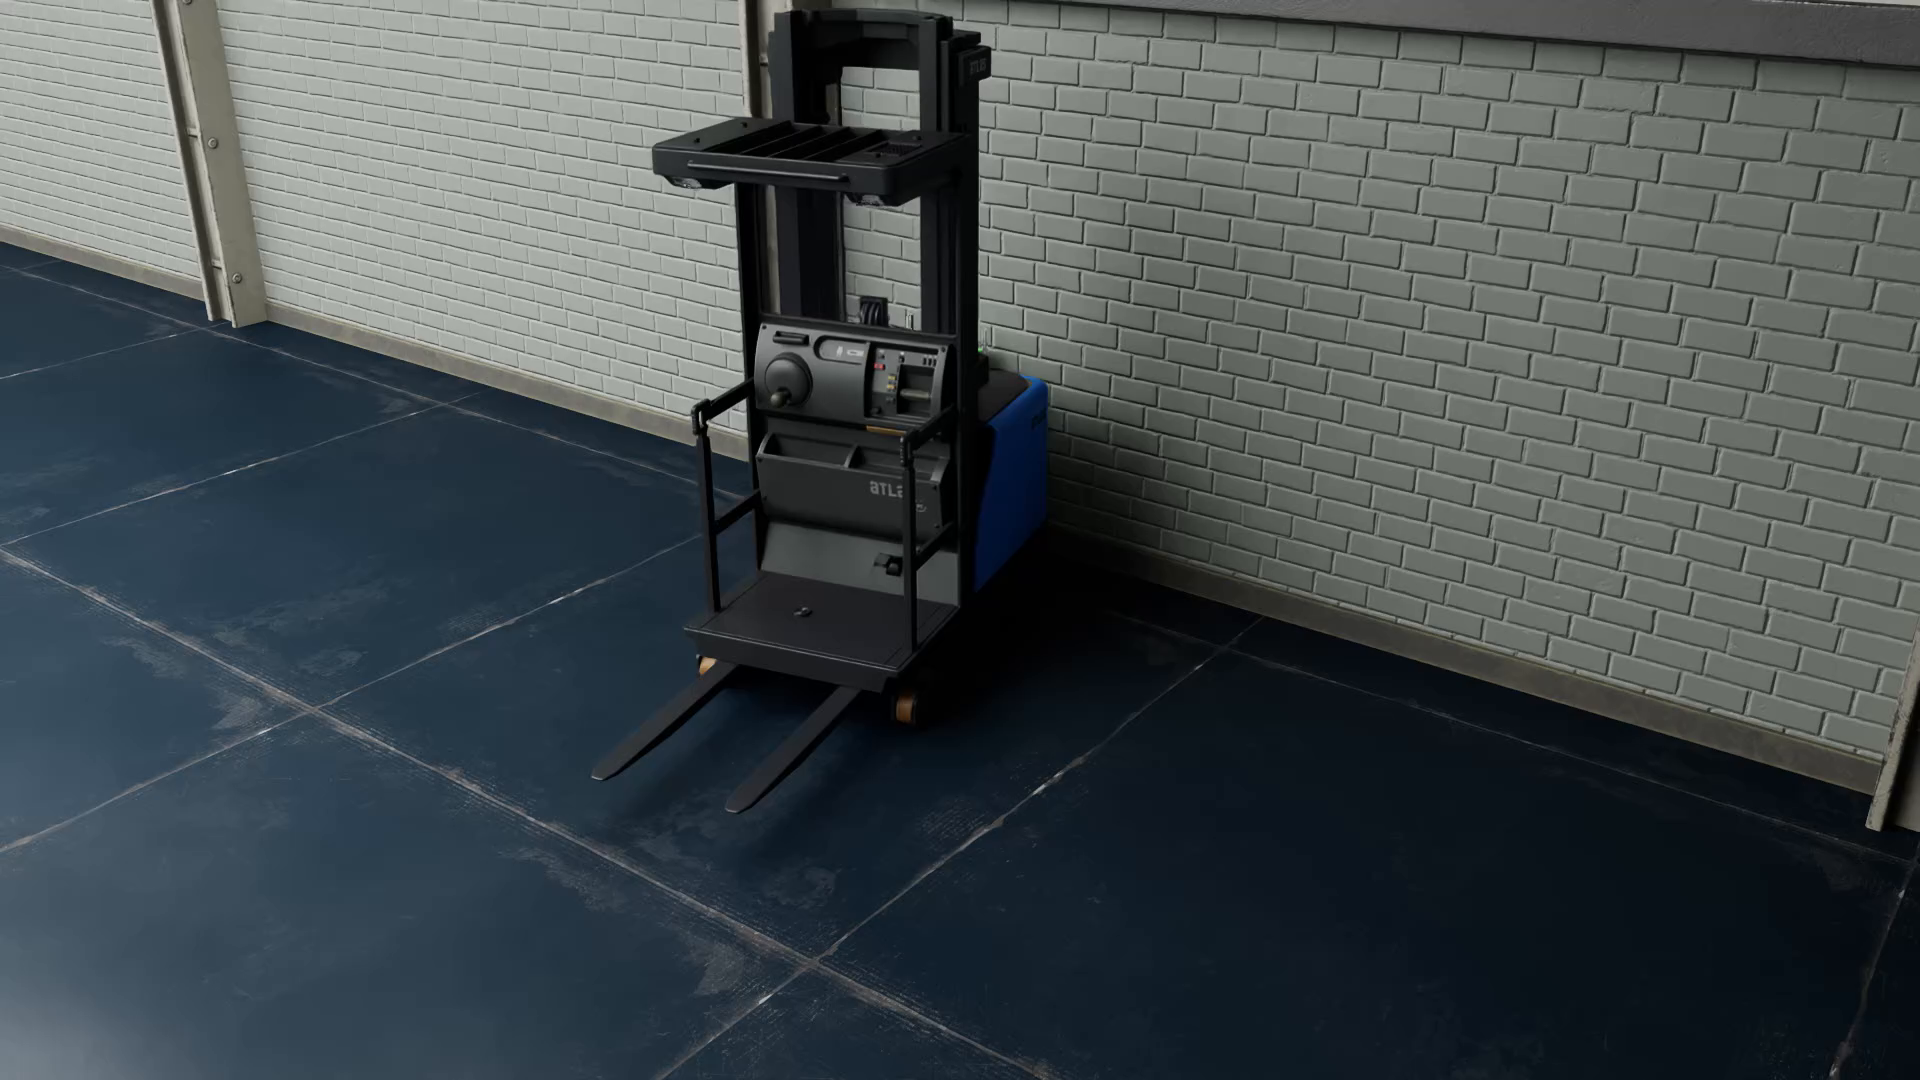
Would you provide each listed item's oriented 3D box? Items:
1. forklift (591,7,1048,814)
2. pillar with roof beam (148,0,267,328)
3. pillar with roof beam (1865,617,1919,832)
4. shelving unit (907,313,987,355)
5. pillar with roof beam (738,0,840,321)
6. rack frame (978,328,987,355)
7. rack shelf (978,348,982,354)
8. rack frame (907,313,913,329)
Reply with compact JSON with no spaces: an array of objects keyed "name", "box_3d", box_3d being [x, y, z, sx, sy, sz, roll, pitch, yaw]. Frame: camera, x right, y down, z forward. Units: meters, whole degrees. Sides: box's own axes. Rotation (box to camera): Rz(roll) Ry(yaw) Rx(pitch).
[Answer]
[{"name":"forklift","box_3d":[-0.570,-0.712,7.231,1.130,2.935,3.031,10,26,21]},{"name":"pillar with roof beam","box_3d":[-8.315,-4.486,8.270,0.400,9.000,9.100,17,29,33]},{"name":"pillar with roof beam","box_3d":[1.288,-1.584,1.684,0.400,9.000,9.100,17,29,33]},{"name":"shelving unit","box_3d":[-0.132,-0.593,9.108,0.503,1.200,0.258,16,28,31]},{"name":"pillar with roof beam","box_3d":[-3.514,-3.035,4.977,0.400,9.000,9.100,17,29,33]},{"name":"rack frame","box_3d":[0.068,-0.537,8.981,0.015,1.200,0.240,16,28,31]},{"name":"rack shelf","box_3d":[-0.132,-0.974,8.940,0.480,0.148,0.258,16,28,31]},{"name":"rack frame","box_3d":[-0.333,-0.649,9.235,0.015,1.200,0.240,16,28,31]}]
